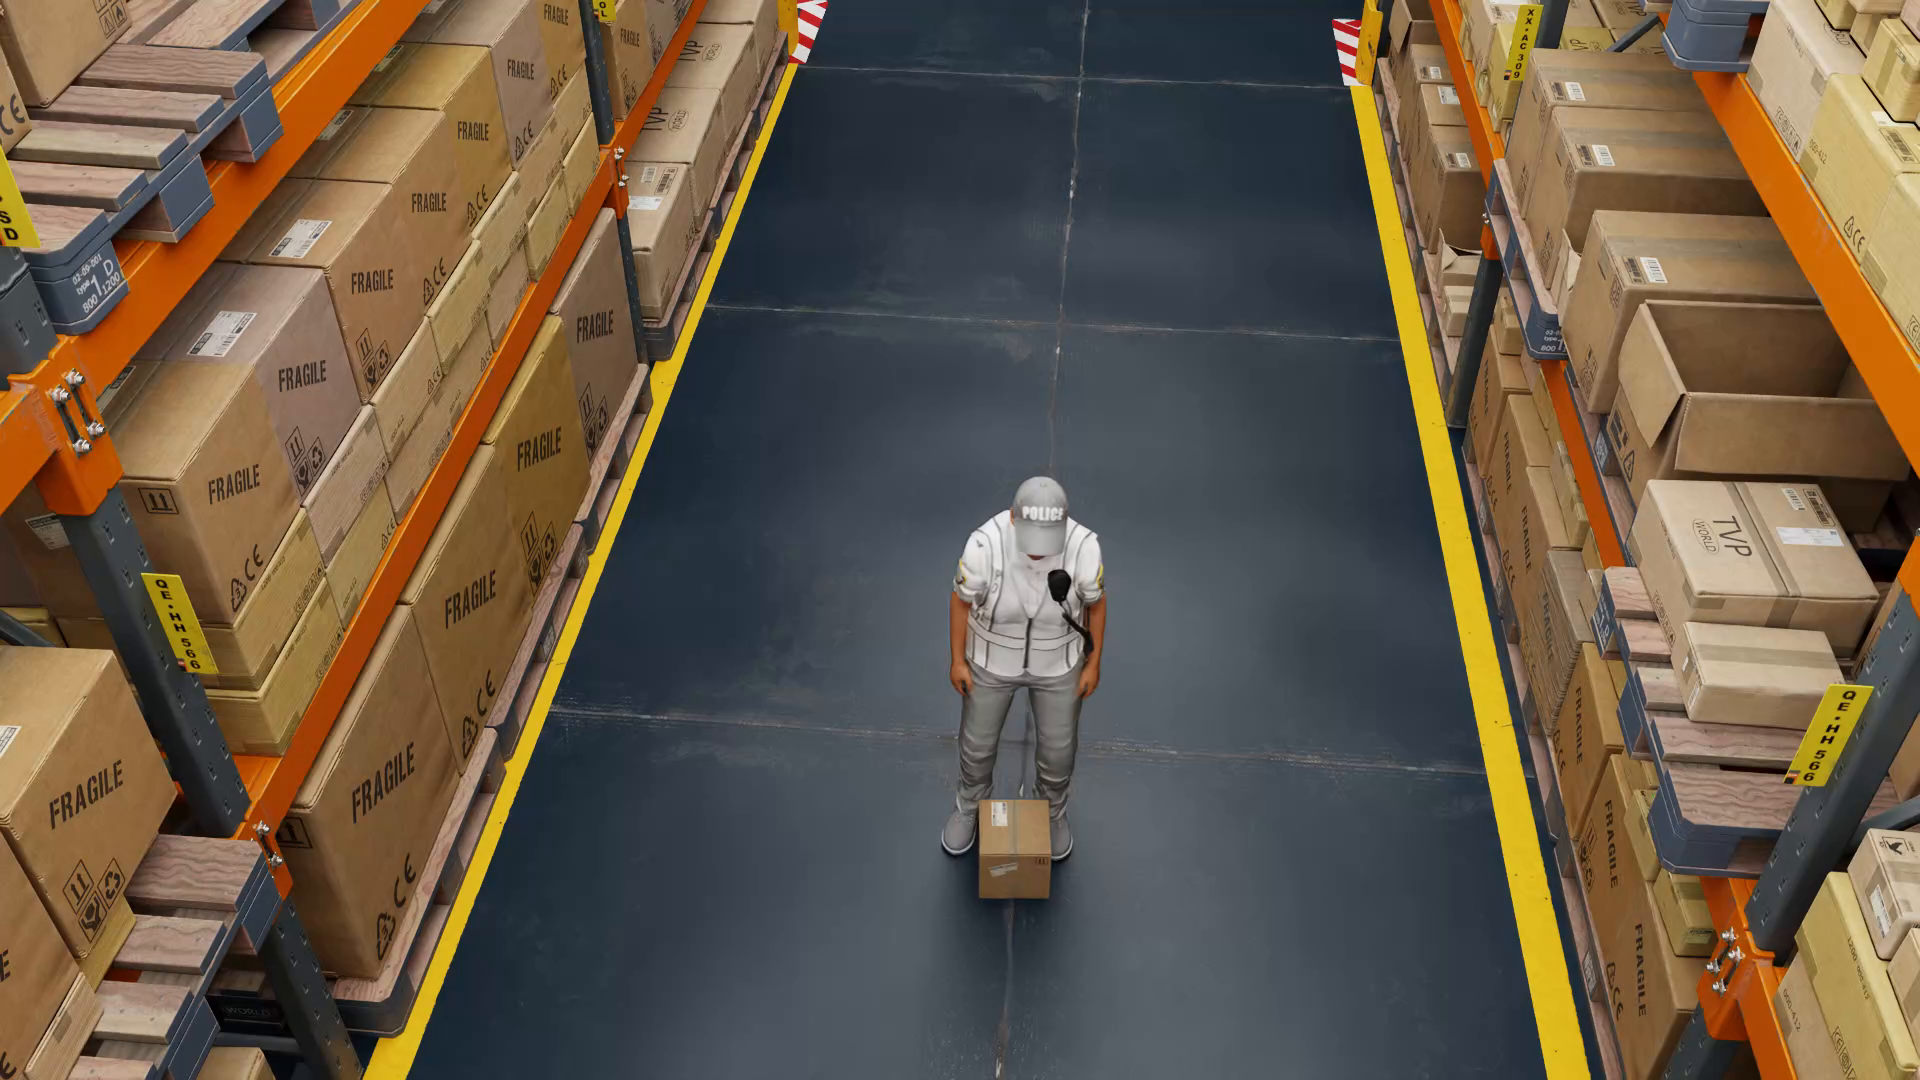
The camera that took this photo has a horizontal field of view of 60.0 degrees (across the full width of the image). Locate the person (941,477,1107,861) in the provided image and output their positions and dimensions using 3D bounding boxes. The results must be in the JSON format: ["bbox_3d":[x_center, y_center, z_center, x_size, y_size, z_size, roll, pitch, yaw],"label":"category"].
[{"bbox_3d":[0.211,0.430,5.646,0.553,1.665,0.457,1,40,1],"label":"person"}]
